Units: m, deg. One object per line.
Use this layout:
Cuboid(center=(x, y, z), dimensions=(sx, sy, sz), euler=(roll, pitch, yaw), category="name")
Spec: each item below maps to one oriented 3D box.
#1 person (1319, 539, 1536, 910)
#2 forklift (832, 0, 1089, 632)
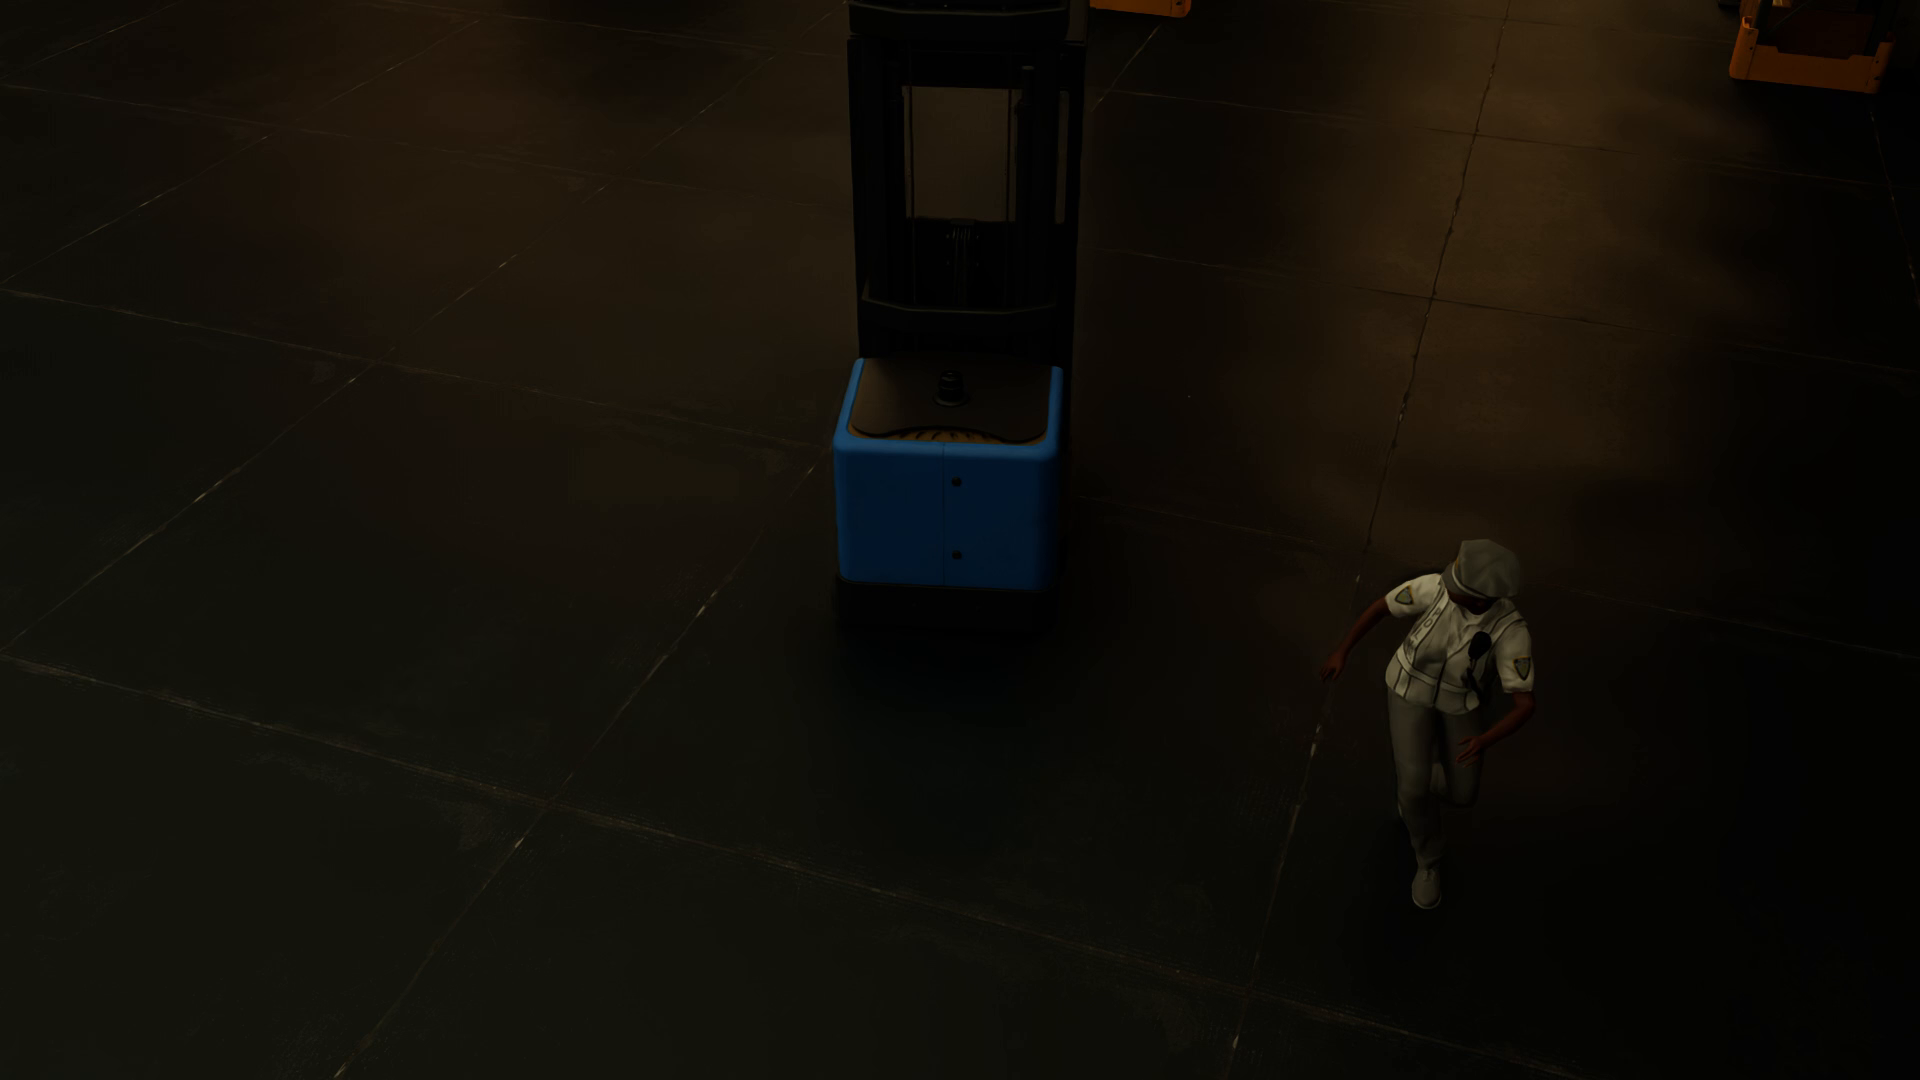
Cuboid(center=(1.765, 0.668, 6.391), dimensions=(0.785, 1.547, 0.805), euler=(9, 36, 12), category="person")
Cuboid(center=(0.049, -1.590, 8.353), dimensions=(1.130, 2.935, 3.031), euler=(3, 35, 4), category="forklift")
